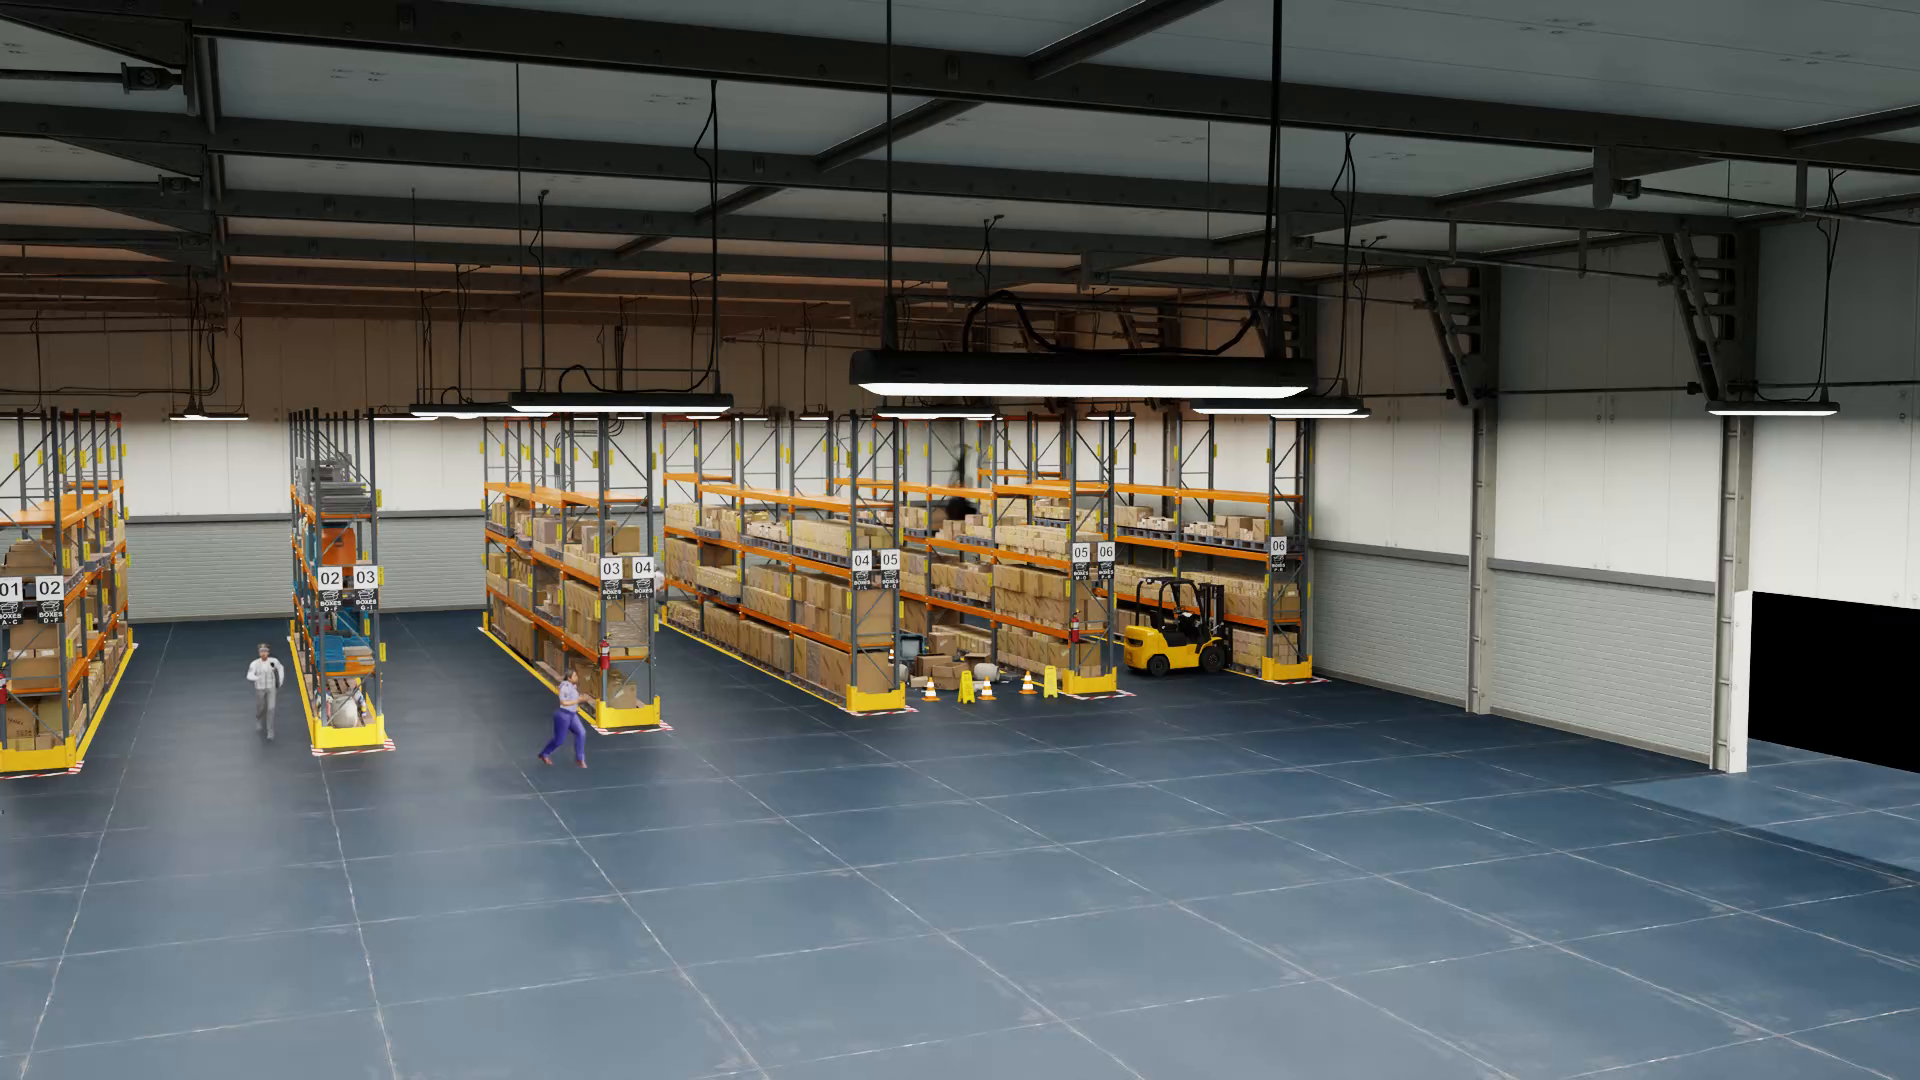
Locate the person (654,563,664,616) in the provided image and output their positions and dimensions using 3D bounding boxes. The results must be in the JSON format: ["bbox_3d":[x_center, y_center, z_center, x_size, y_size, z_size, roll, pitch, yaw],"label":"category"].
[{"bbox_3d":[-8.948,1.507,48.797,0.631,1.654,0.673,-2,5,-28],"label":"person"}]

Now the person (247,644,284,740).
[{"bbox_3d":[-12.714,2.742,30.465,0.619,1.725,0.930,-2,4,-24],"label":"person"}]

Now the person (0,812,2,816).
[{"bbox_3d":[-14.447,3.152,24.197,0.886,1.820,0.677,0,4,-6],"label":"person"}]

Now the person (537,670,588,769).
[{"bbox_3d":[-6.588,3.001,27.597,0.879,1.717,0.608,1,4,8],"label":"person"}]
